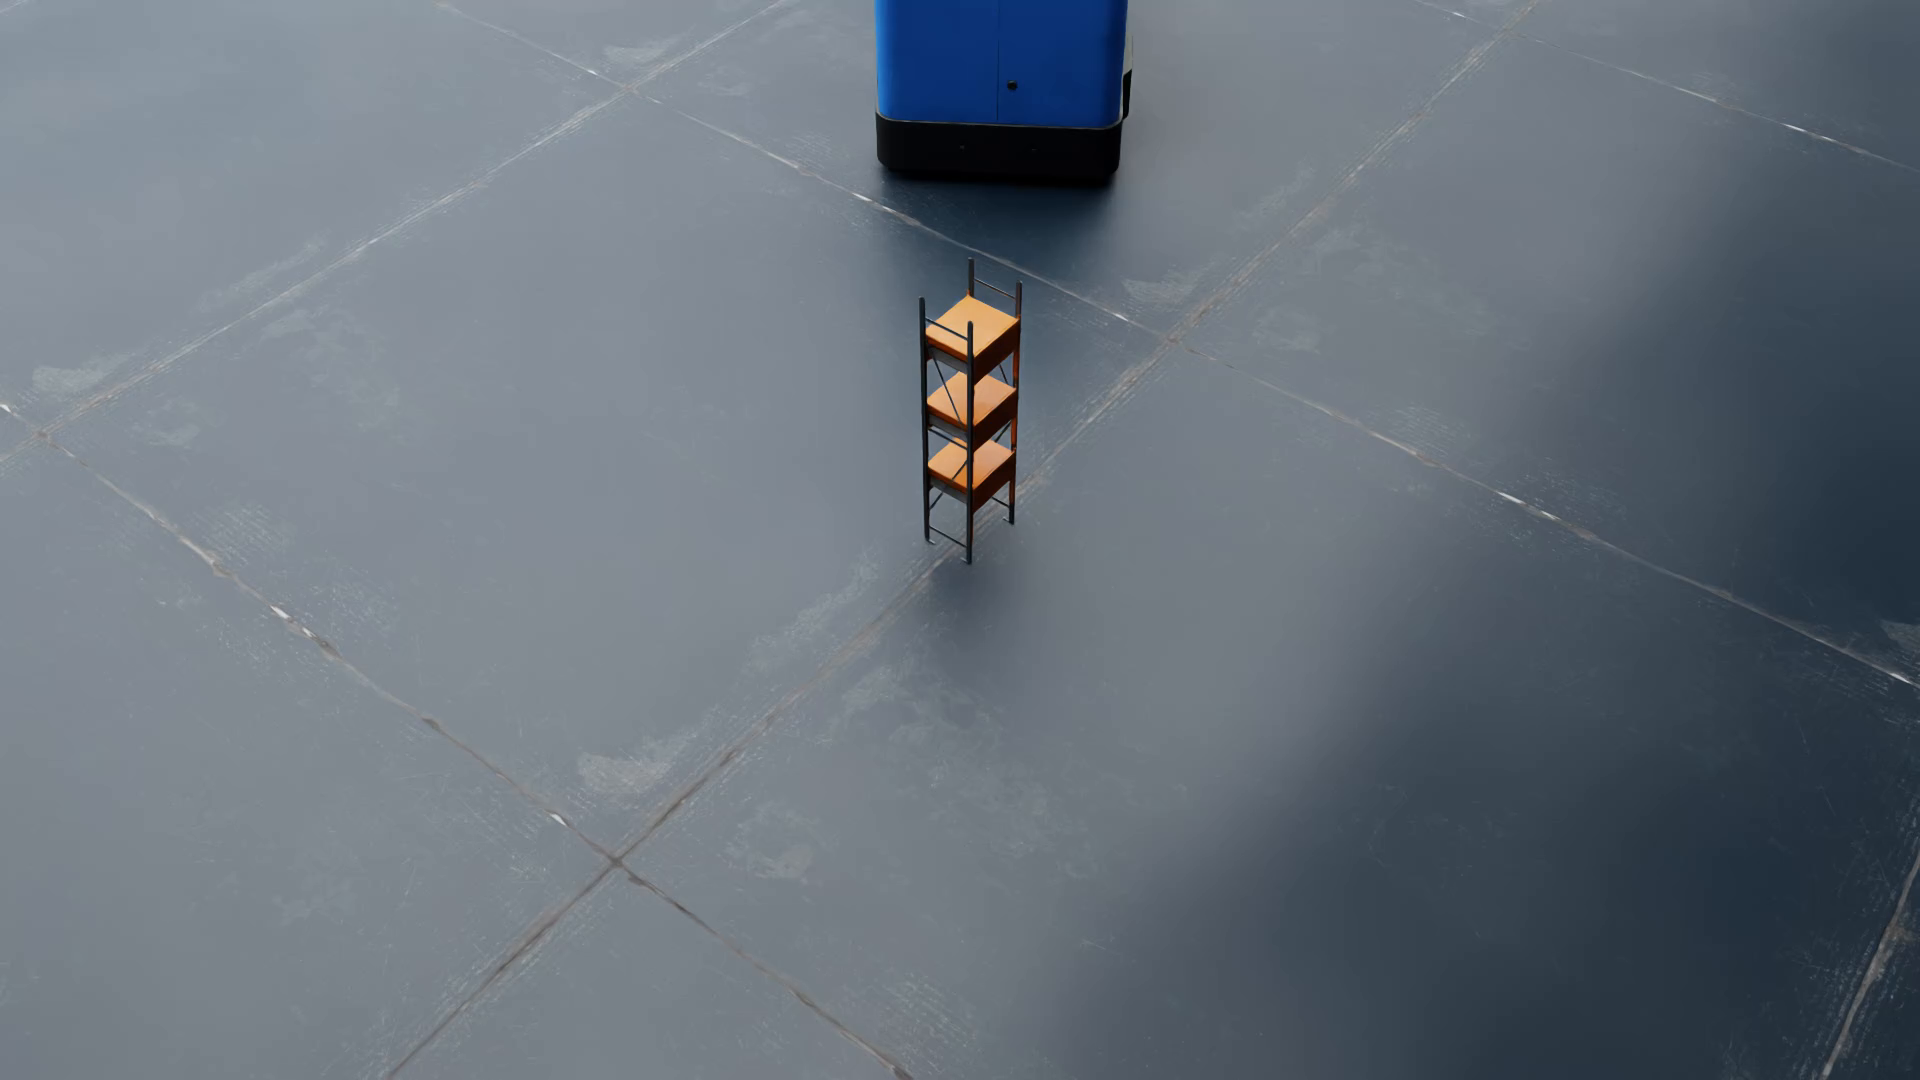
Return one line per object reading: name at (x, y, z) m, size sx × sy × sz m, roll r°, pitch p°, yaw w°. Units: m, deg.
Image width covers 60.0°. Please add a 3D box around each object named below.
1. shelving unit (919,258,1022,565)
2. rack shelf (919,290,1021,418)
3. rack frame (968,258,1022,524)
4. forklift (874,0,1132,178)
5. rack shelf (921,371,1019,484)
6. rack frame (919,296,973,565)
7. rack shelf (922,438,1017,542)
shelving unit at (0.033, -0.393, 5.400) m, size 0.215 × 1.050 × 0.252 m, roll 29°, pitch 53°, yaw 25°
rack shelf at (0.033, -0.582, 5.202) m, size 0.215 × 0.259 × 0.240 m, roll 29°, pitch 53°, yaw 25°
rack frame at (0.107, -0.463, 5.466) m, size 0.200 × 1.050 × 0.008 m, roll 29°, pitch 53°, yaw 25°
forklift at (0.268, -3.630, 7.191) m, size 1.130 × 2.935 × 3.031 m, roll 3°, pitch 46°, yaw 3°
rack shelf at (0.033, -0.386, 5.407) m, size 0.215 × 0.259 × 0.240 m, roll 29°, pitch 53°, yaw 25°
rack frame at (-0.042, -0.323, 5.333) m, size 0.200 × 1.050 × 0.008 m, roll 29°, pitch 53°, yaw 25°
rack shelf at (0.033, -0.194, 5.608) m, size 0.215 × 0.259 × 0.240 m, roll 29°, pitch 53°, yaw 25°
